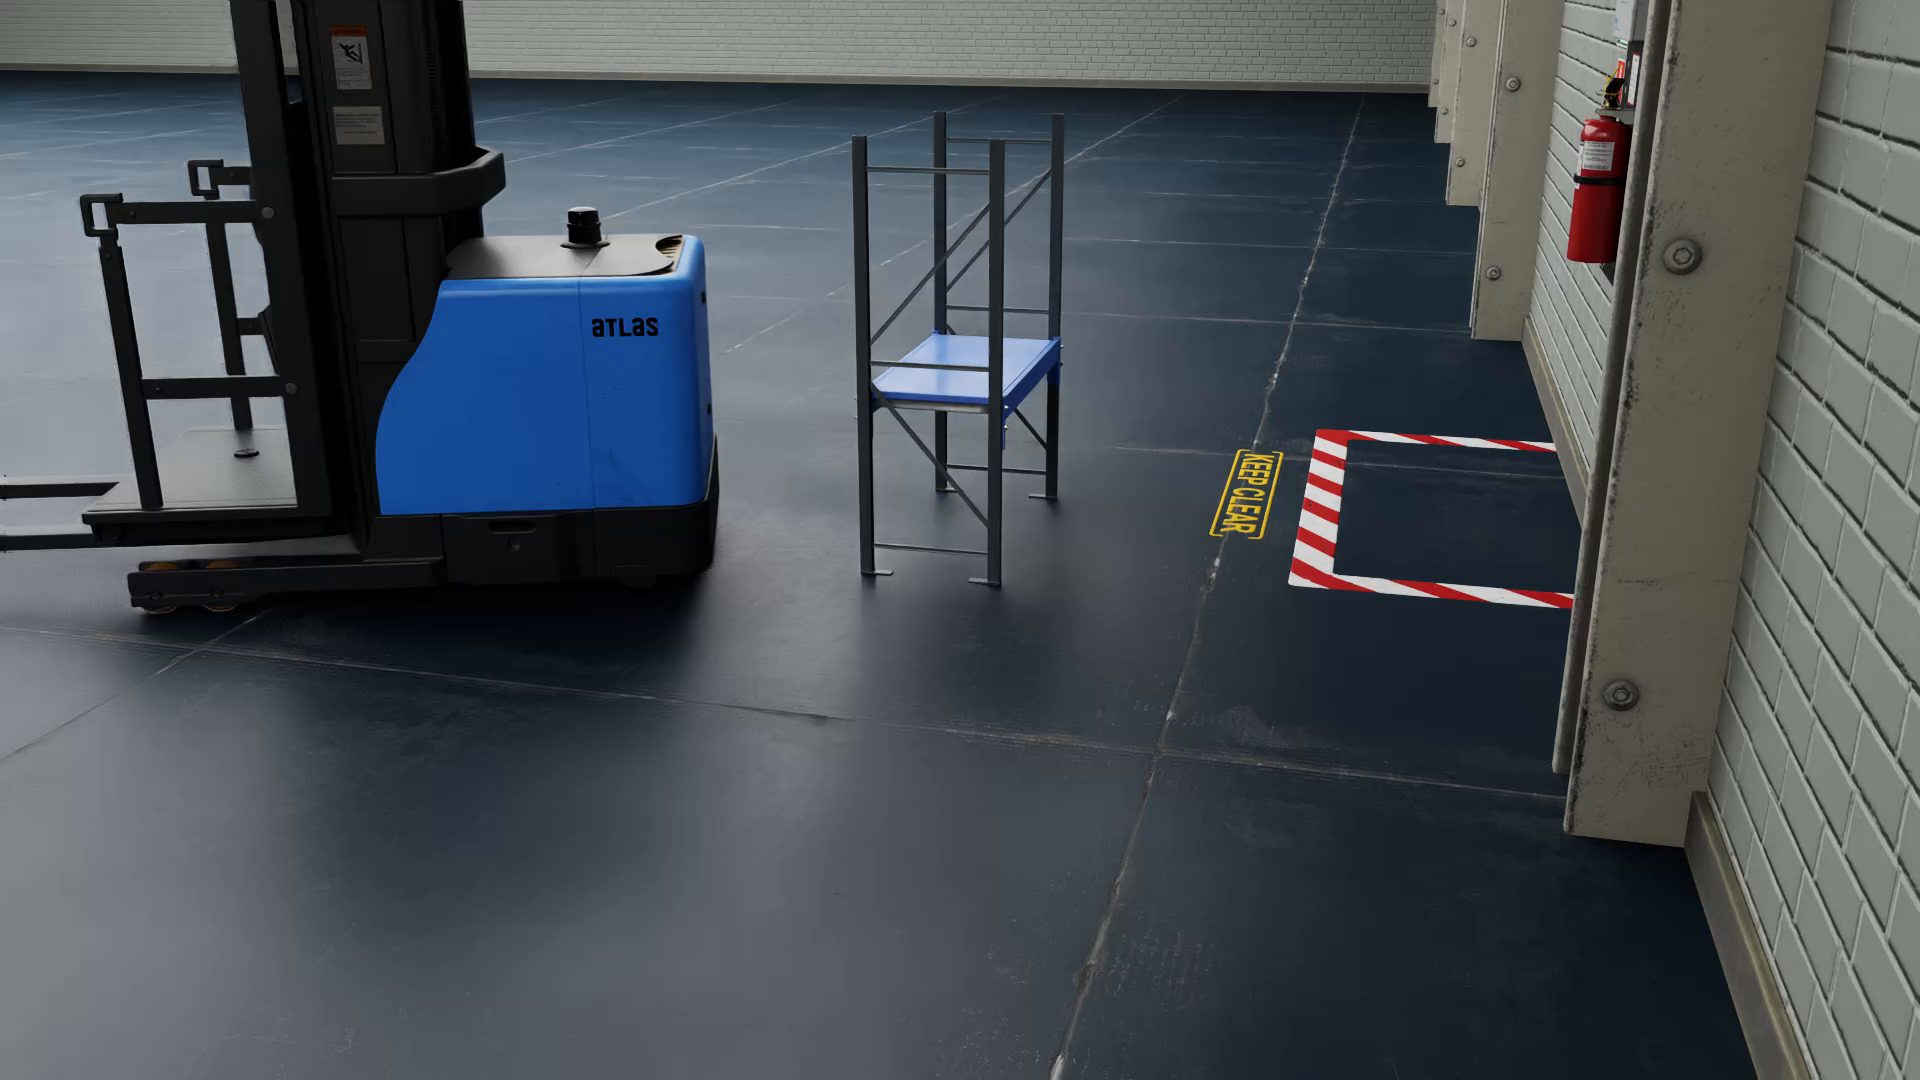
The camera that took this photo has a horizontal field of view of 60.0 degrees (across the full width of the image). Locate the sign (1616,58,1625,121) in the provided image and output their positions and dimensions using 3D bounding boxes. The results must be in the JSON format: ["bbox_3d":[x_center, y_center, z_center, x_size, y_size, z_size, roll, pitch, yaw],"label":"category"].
[{"bbox_3d":[2.559,-1.703,6.476,0.001,0.329,0.234,5,19,13],"label":"sign"}]

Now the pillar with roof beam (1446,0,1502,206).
[{"bbox_3d":[0.440,-7.689,14.777,9.100,9.000,0.400,5,19,13],"label":"pillar with roof beam"}]

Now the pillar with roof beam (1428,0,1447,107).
[{"bbox_3d":[3.372,-11.450,25.789,9.100,9.000,0.400,5,19,13],"label":"pillar with roof beam"}]

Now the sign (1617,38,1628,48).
[{"bbox_3d":[2.549,-1.953,6.388,0.001,0.109,0.331,5,19,13],"label":"sign"}]

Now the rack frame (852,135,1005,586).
[{"bbox_3d":[-0.103,-0.577,5.557,0.500,1.500,0.032,5,19,13],"label":"rack frame"}]

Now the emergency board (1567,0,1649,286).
[{"bbox_3d":[2.324,-1.520,5.998,0.194,1.169,0.643,5,19,13],"label":"emergency board"}]

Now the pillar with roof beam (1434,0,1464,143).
[{"bbox_3d":[1.906,-9.570,20.283,9.100,9.000,0.400,5,19,13],"label":"pillar with roof beam"}]

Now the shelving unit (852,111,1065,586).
[{"bbox_3d":[0.021,-0.736,6.023,0.538,1.500,1.048,5,19,13],"label":"shelving unit"}]

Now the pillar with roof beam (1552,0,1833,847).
[{"bbox_3d":[-2.492,-3.928,3.765,9.100,9.000,0.400,5,19,13],"label":"pillar with roof beam"}]

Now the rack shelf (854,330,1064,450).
[{"bbox_3d":[0.021,-0.566,6.082,0.538,0.185,1.000,5,19,13],"label":"rack shelf"}]

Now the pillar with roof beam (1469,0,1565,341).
[{"bbox_3d":[-1.026,-5.808,9.271,9.100,9.000,0.400,5,19,13],"label":"pillar with roof beam"}]

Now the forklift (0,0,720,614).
[{"bbox_3d":[-2.406,-1.322,5.524,3.031,2.935,1.130,-2,19,-6],"label":"forklift"}]

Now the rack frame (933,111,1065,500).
[{"bbox_3d":[0.145,-0.896,6.490,0.500,1.500,0.032,5,19,13],"label":"rack frame"}]
